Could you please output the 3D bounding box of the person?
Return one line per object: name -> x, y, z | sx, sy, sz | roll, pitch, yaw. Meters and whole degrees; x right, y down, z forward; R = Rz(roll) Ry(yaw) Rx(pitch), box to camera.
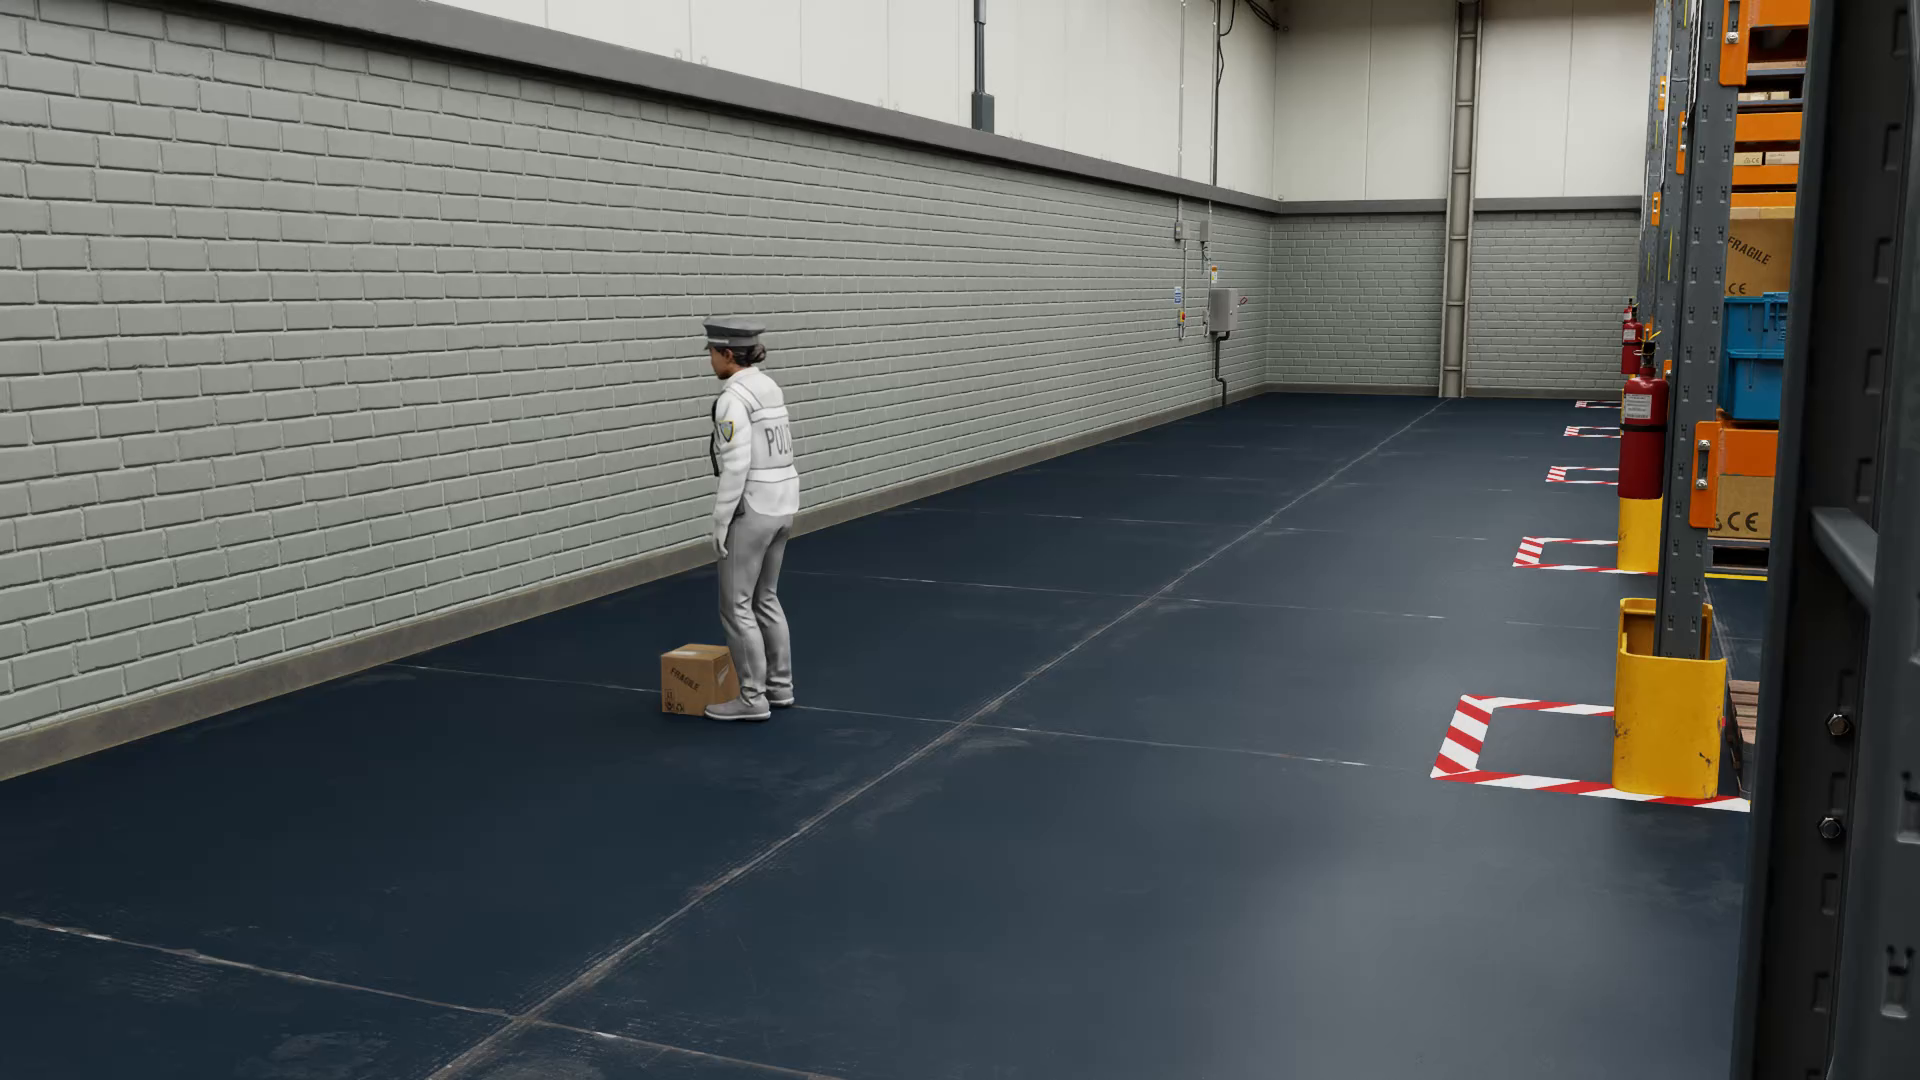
person -> -0.874, -0.087, 6.910 | 0.375, 1.661, 0.531 | 3, 9, 18
